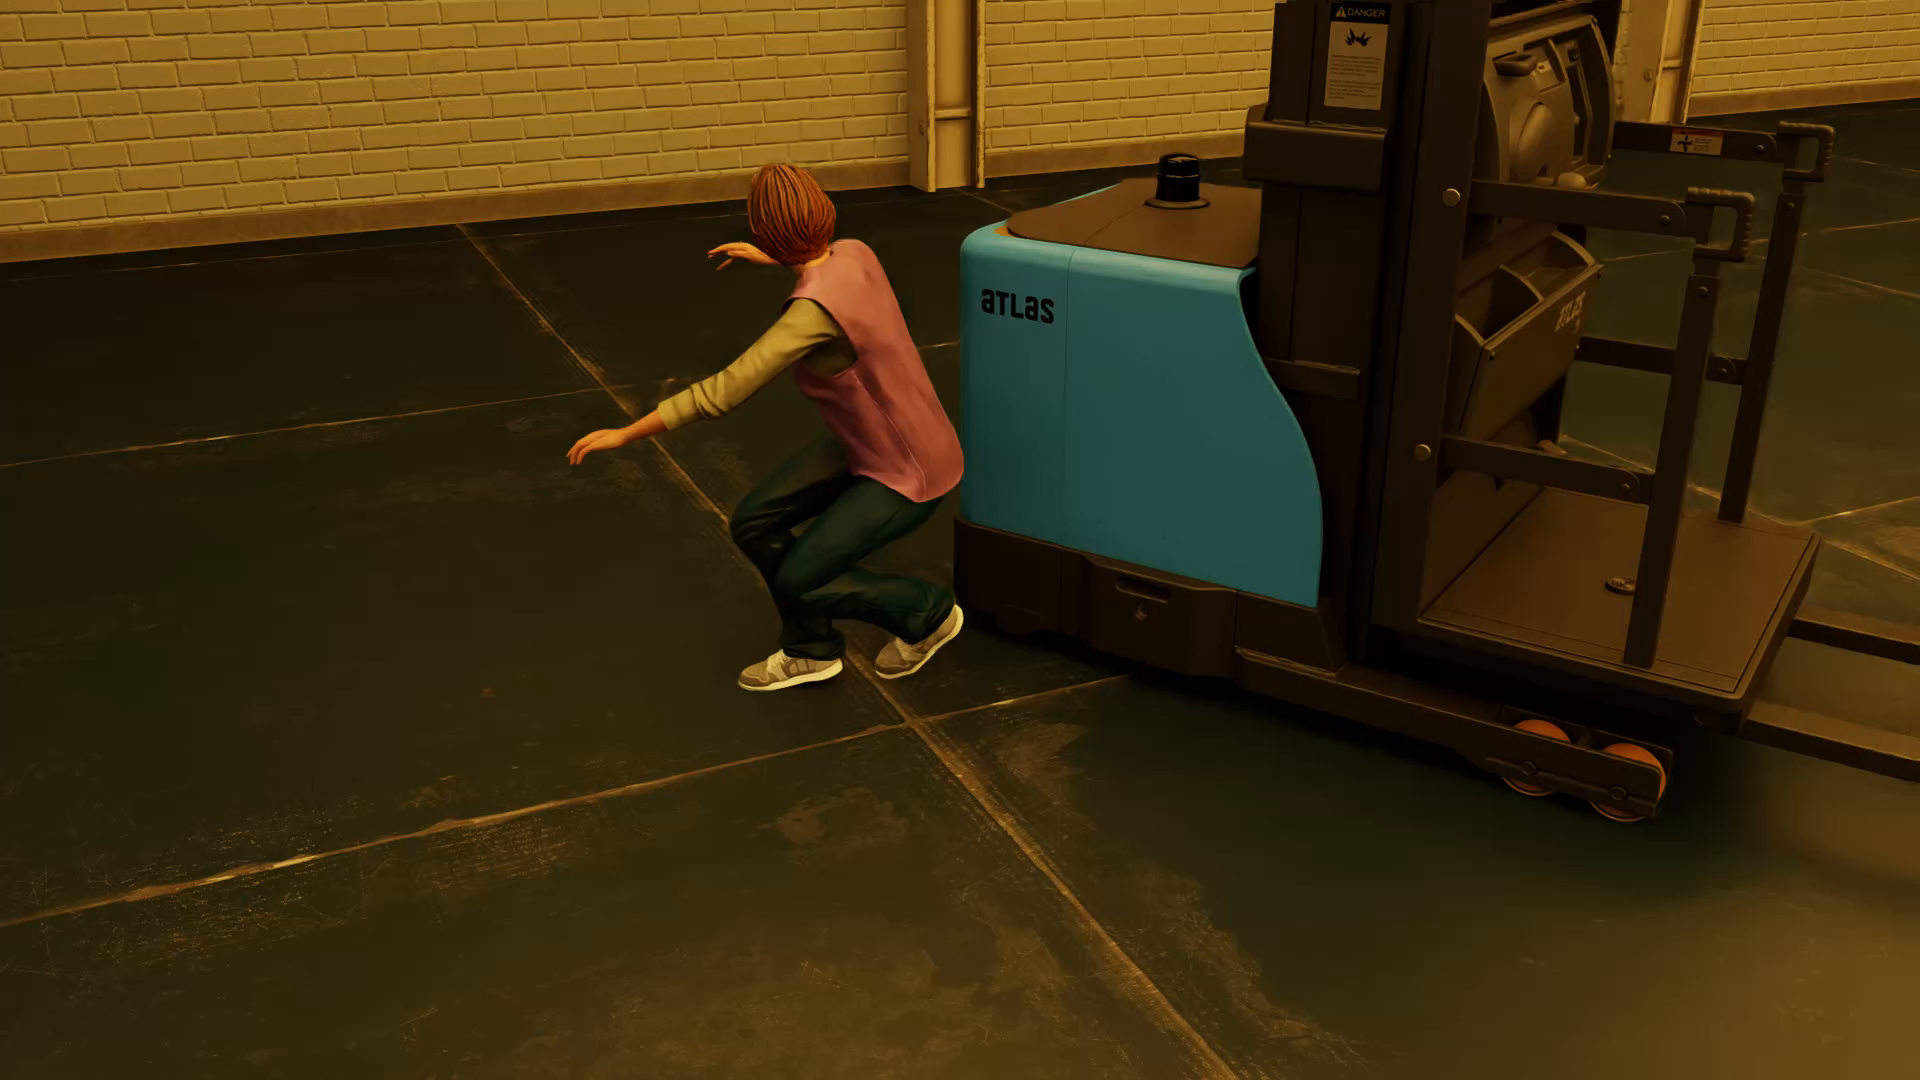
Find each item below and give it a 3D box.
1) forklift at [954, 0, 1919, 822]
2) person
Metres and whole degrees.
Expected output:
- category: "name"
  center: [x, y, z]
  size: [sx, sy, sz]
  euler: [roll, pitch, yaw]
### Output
- category: "forklift"
  center: [1.494, -0.971, 3.624]
  size: [3.031, 2.935, 1.130]
  euler: [14, 27, 31]
- category: "person"
  center: [-0.452, -0.218, 3.921]
  size: [0.922, 1.331, 0.652]
  euler: [-5, 23, -12]
